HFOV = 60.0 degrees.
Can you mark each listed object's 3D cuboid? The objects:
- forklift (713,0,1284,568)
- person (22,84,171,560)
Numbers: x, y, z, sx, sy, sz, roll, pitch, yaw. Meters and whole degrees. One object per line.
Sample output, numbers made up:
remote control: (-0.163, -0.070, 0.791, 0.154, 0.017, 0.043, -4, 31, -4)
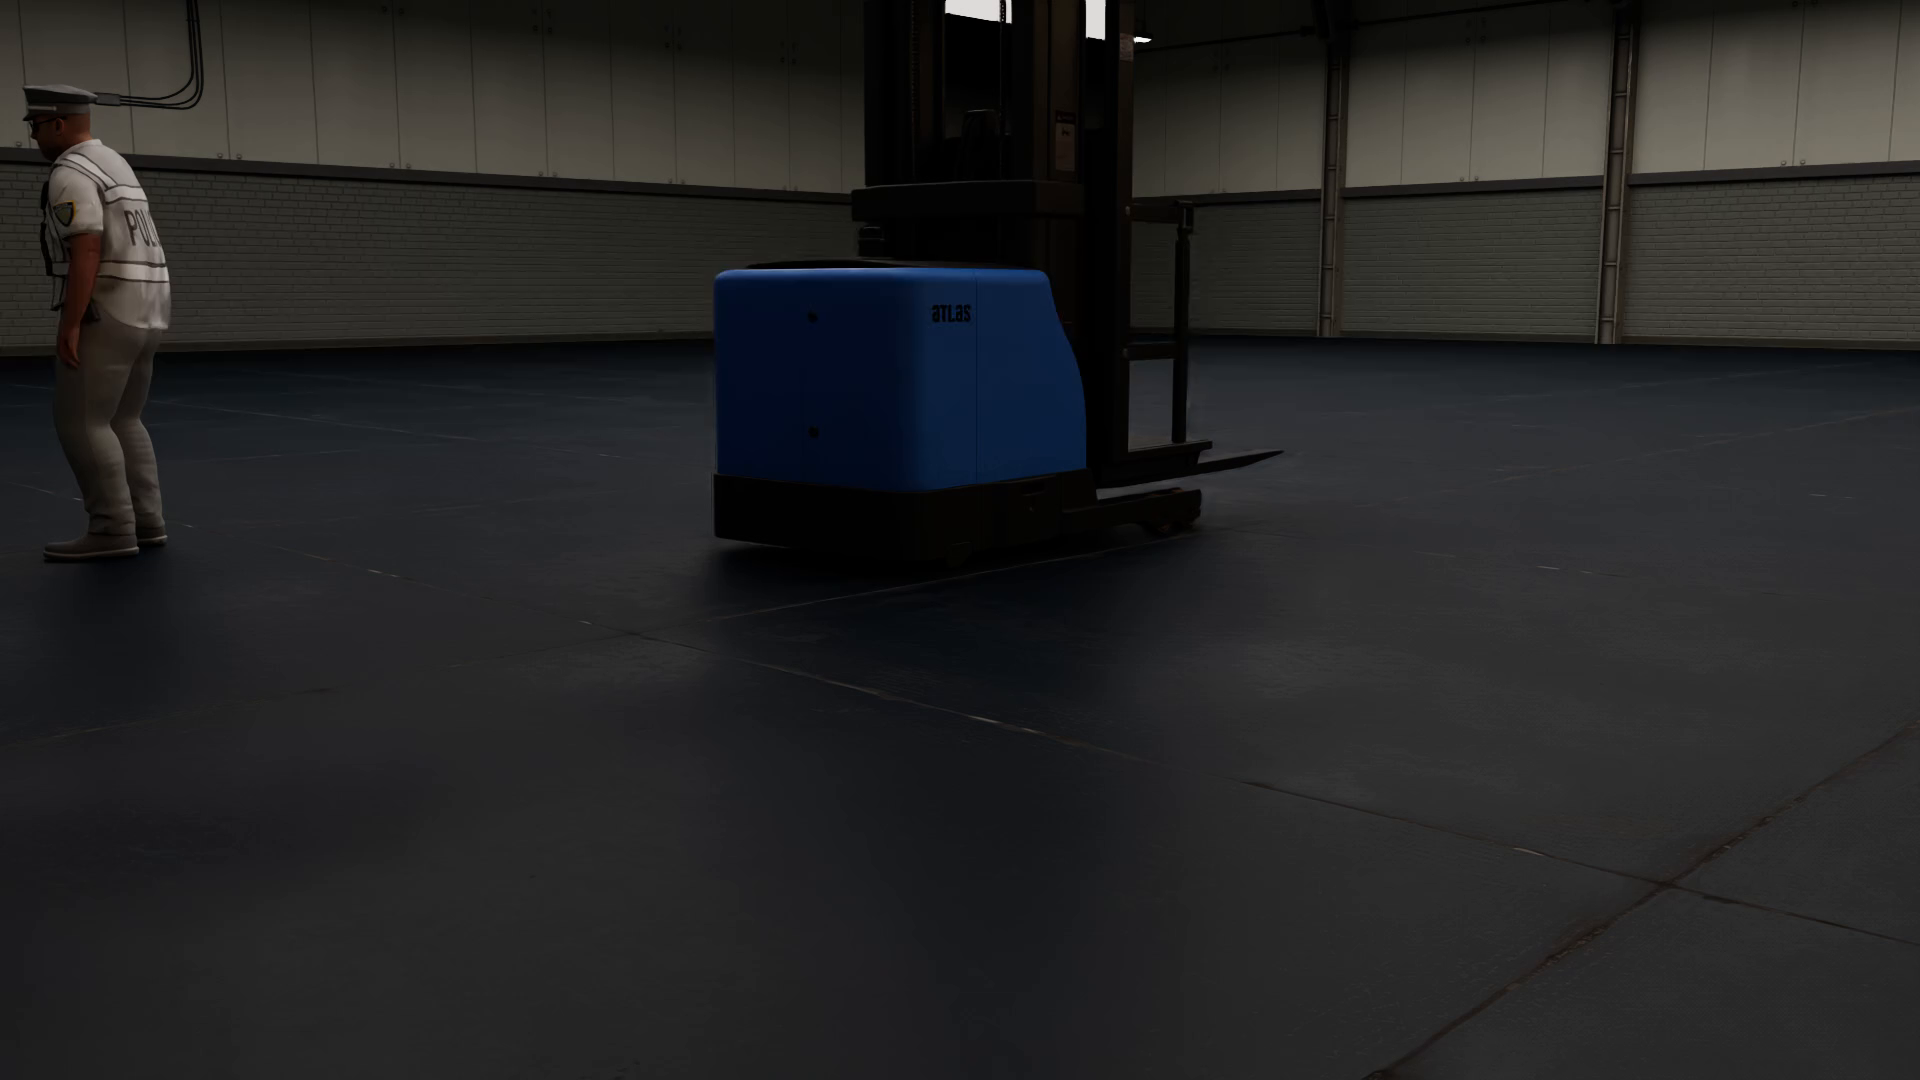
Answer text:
forklift: (0.376, -1.521, 6.977, 1.130, 2.935, 3.031, 7, 11, 38)
person: (-3.230, -0.817, 6.271, 0.442, 1.746, 0.592, -1, 9, -7)
